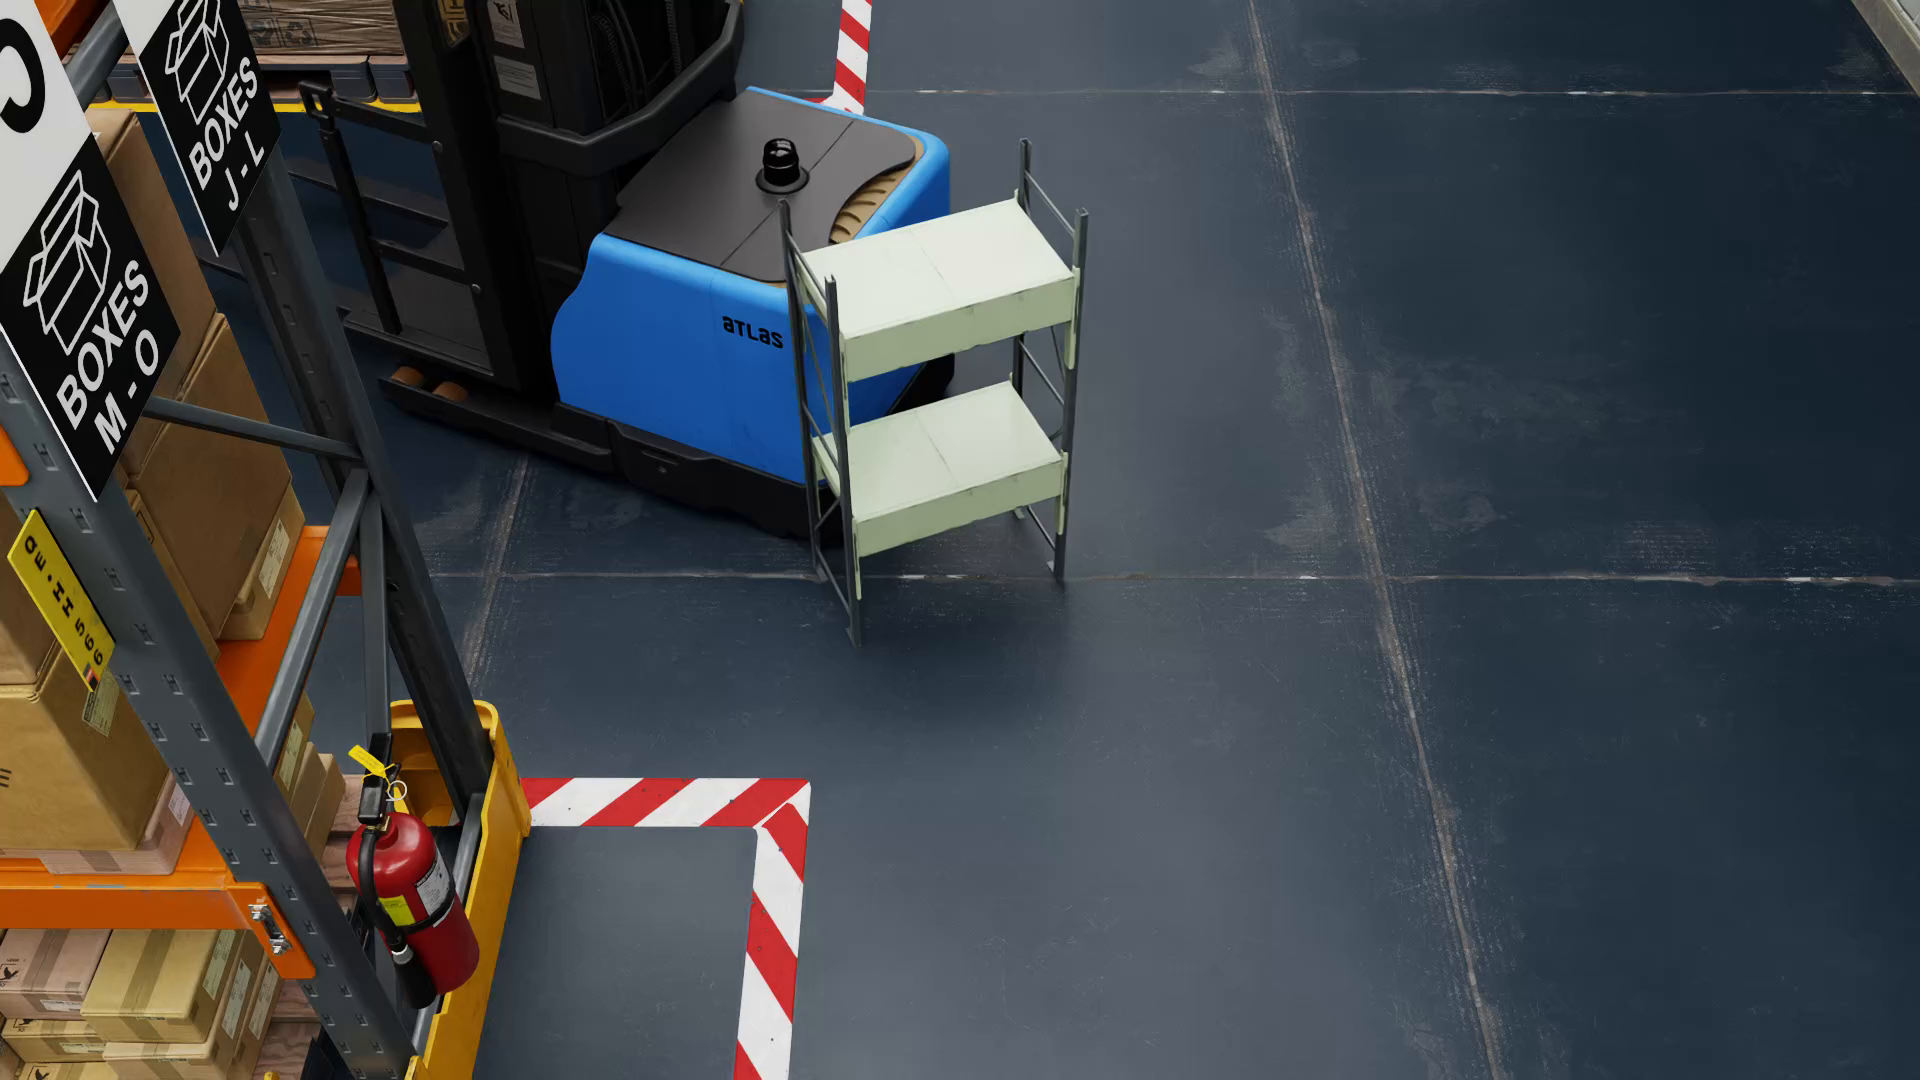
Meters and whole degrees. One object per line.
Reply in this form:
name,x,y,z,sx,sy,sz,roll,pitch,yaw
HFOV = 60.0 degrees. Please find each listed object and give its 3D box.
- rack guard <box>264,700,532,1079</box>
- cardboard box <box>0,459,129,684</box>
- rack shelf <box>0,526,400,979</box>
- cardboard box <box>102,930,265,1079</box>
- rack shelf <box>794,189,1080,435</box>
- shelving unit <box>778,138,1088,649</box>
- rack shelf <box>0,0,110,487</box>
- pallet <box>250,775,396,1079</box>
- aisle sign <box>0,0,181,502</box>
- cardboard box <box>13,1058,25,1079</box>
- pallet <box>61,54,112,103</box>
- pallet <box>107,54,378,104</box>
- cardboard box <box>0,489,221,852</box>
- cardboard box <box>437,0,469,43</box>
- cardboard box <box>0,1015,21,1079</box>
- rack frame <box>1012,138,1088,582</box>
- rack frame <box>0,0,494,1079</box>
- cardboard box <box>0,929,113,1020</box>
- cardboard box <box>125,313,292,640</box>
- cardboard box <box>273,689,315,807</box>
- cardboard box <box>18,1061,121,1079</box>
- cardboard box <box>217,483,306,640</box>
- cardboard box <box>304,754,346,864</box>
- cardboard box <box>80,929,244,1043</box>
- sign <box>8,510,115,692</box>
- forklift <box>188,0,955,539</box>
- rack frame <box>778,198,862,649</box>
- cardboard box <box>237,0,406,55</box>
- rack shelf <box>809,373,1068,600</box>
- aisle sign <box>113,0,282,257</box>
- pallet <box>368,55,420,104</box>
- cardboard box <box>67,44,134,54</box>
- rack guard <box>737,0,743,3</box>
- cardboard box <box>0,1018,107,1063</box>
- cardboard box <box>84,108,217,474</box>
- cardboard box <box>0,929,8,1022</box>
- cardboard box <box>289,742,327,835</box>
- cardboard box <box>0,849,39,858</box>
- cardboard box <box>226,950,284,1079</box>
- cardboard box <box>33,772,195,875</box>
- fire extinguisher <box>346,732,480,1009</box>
rack guard,-1.455,1.047,4.434,0.348,0.500,1.175,0,47,0
cardboard box,-1.837,-0.100,2.839,0.500,0.500,0.500,-1,47,-1
rack shelf,-3.379,0.435,3.787,4.000,0.370,1.077,0,47,0
cardboard box,-1.908,1.130,4.106,0.250,0.149,0.380,-1,47,-1
rack shelf,-0.075,-0.666,4.812,0.720,0.370,0.431,-18,50,-16
shelving unit,-0.075,-0.400,5.098,0.755,1.500,0.431,-18,50,-16
rack shelf,-3.379,-0.587,2.689,4.000,0.370,1.077,0,47,0
pallet,-2.267,1.117,4.566,1.213,0.211,1.003,0,47,0
aisle sign,-1.307,-0.470,2.362,0.004,0.787,0.394,0,47,0
cardboard box,-2.427,1.185,4.259,0.250,0.149,0.380,0,47,0
pallet,-4.499,-2.436,7.873,1.213,0.211,1.003,0,47,0
pallet,-3.276,-2.435,7.872,1.213,0.211,1.003,0,47,0
cardboard box,-1.829,0.247,3.199,0.500,0.500,0.500,1,47,1
cardboard box,-1.899,-2.797,7.469,0.875,0.875,0.875,0,47,0
cardboard box,-2.427,1.130,4.107,0.250,0.149,0.380,-2,47,-1
rack frame,0.260,-0.507,5.197,0.023,1.500,0.400,-18,50,-16
rack frame,-1.379,0.196,3.519,0.127,3.000,1.000,0,47,0
cardboard box,-2.160,0.963,4.059,0.250,0.149,0.380,1,47,1
cardboard box,-1.827,-0.143,3.562,0.500,0.500,0.500,2,47,2
cardboard box,-1.901,0.571,4.423,0.250,0.149,0.380,-2,47,-2
cardboard box,-2.163,1.249,4.199,0.250,0.149,0.380,1,47,1
cardboard box,-1.701,0.041,3.835,0.250,0.149,0.380,0,47,0
cardboard box,-1.901,0.788,4.628,0.250,0.149,0.380,1,47,1
cardboard box,-1.909,1.005,4.019,0.250,0.149,0.380,1,47,1
sign,-1.401,0.100,2.601,0.005,0.325,0.100,0,47,0
forklift,-1.577,-1.746,5.373,3.031,2.935,1.130,19,50,17
rack frame,-0.411,-0.294,4.999,0.023,1.500,0.400,-18,50,-16
cardboard box,-2.809,-2.799,7.471,0.875,0.875,0.875,0,47,0
rack shelf,-0.075,-0.178,5.337,0.720,0.370,0.431,-18,50,-16
aisle sign,-1.305,-0.909,2.771,0.004,0.787,0.394,0,47,0
pallet,-2.059,-2.429,7.867,1.213,0.211,1.003,0,47,0
cardboard box,-3.699,-2.802,7.473,0.875,0.875,0.875,0,47,0
rack guard,-1.235,-2.583,7.813,0.348,0.500,1.175,0,47,0
cardboard box,-2.169,1.090,4.144,0.250,0.149,0.380,-1,47,-1
cardboard box,-1.827,-0.476,3.189,0.500,0.500,0.500,0,47,0
cardboard box,-2.420,1.055,3.973,0.250,0.149,0.380,-1,47,-1
cardboard box,-1.902,0.733,4.476,0.250,0.149,0.380,2,47,2
cardboard box,-1.954,0.459,3.445,0.250,0.149,0.380,0,47,0
cardboard box,-1.906,1.175,4.268,0.250,0.149,0.380,1,47,1
cardboard box,-1.706,0.487,3.419,0.250,0.149,0.380,0,47,0
fire extinguisher,-1.129,0.688,3.368,0.183,0.674,0.296,0,47,0
